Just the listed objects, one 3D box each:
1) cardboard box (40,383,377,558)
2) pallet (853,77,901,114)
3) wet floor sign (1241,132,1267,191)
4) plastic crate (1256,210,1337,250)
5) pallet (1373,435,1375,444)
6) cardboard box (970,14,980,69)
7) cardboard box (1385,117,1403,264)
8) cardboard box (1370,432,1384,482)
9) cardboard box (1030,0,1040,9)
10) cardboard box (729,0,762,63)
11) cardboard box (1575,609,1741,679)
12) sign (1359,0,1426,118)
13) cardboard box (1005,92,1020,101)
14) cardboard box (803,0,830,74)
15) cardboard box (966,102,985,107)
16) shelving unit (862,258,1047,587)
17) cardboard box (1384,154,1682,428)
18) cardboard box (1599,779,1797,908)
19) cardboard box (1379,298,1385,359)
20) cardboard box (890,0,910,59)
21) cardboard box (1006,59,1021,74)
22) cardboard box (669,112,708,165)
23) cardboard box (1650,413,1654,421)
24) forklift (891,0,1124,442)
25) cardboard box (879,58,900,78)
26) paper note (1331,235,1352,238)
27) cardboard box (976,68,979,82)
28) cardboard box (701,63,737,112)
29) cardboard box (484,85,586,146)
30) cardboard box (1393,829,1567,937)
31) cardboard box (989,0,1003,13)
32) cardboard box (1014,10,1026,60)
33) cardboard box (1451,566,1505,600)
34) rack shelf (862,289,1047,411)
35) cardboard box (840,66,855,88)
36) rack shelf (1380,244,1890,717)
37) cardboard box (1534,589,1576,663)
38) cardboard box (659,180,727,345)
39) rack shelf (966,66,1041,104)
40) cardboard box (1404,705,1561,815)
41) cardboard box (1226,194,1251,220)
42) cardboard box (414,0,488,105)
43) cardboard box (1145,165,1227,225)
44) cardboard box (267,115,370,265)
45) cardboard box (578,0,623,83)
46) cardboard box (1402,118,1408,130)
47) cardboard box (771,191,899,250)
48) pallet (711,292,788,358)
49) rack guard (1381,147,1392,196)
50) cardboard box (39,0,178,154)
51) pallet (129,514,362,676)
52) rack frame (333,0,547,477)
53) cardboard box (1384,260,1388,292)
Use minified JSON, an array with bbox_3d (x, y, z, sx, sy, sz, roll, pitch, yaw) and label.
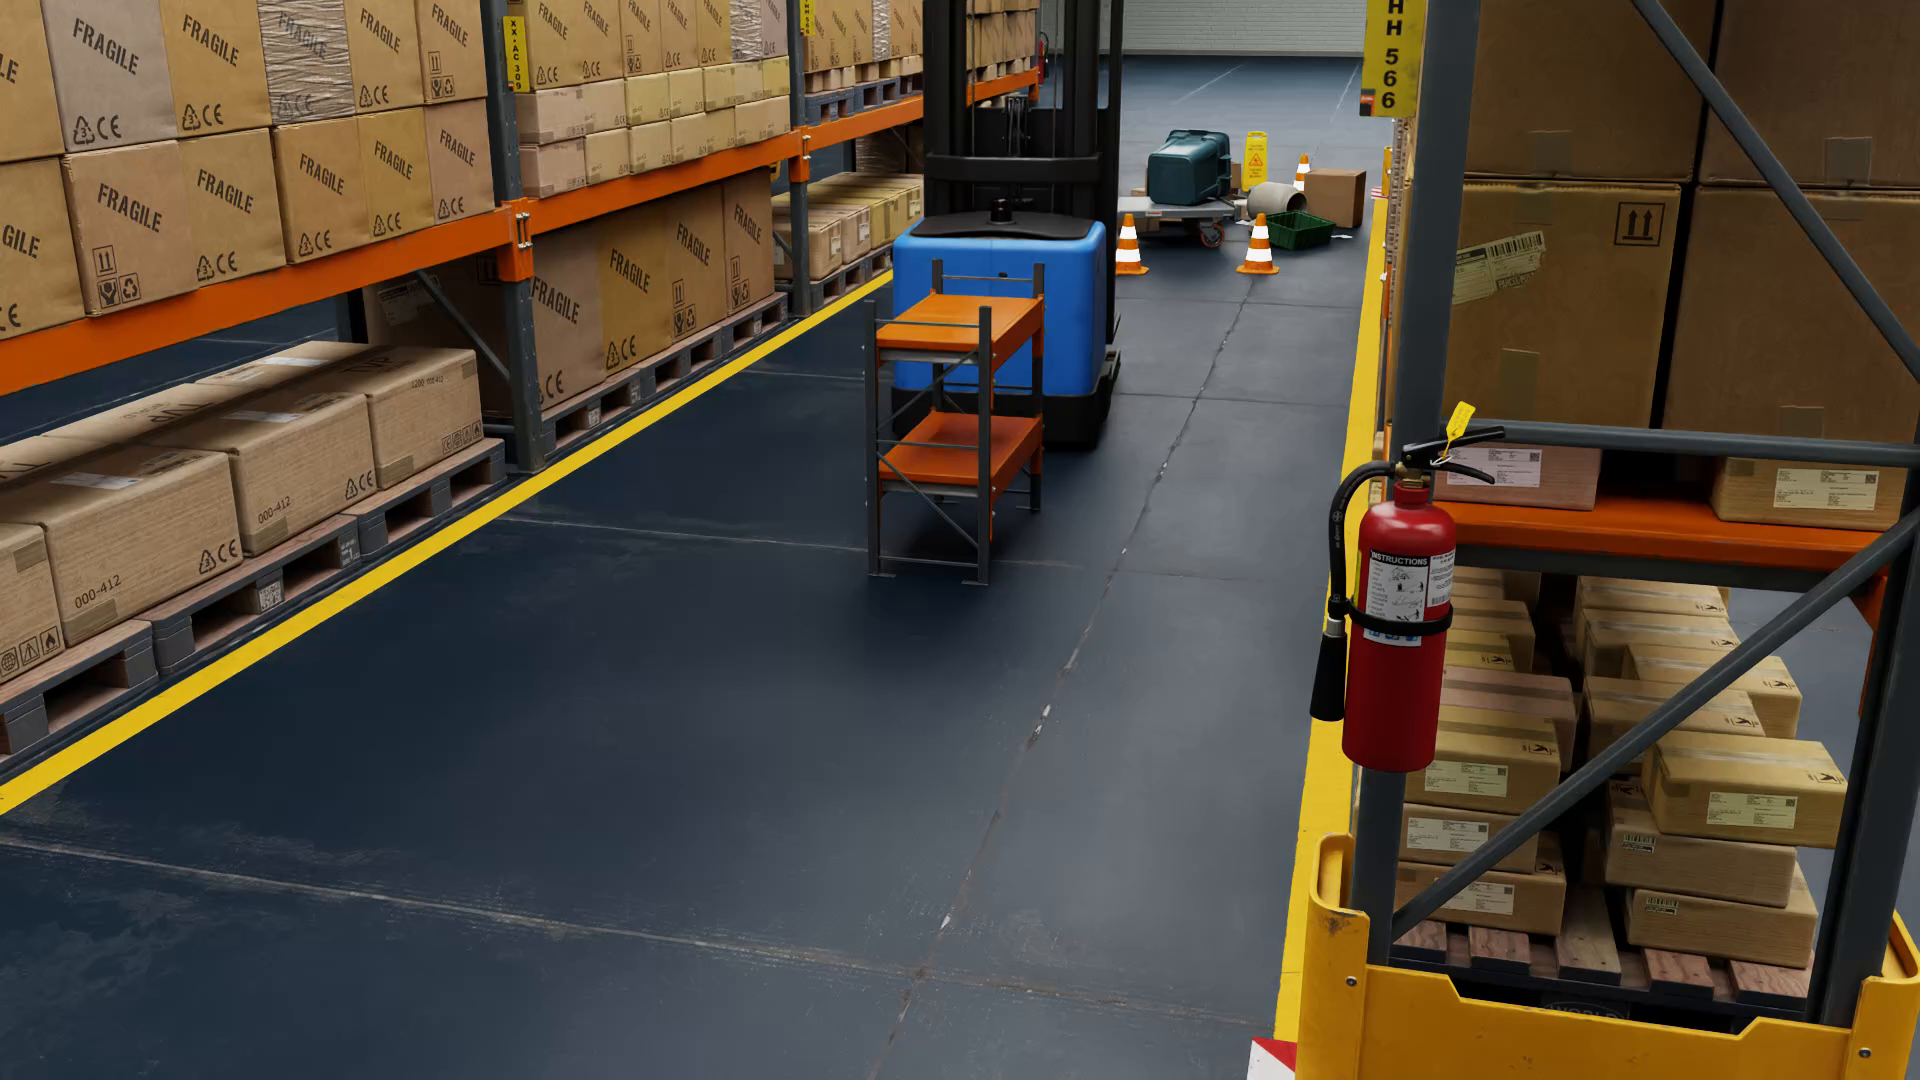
[{"bbox_3d":[-3.015,-0.304,6.750,0.875,0.438,0.875,4,19,12],"label":"cardboard box"},{"bbox_3d":[-1.118,-3.573,13.304,1.003,0.211,1.213,5,19,13],"label":"pallet"},{"bbox_3d":[3.304,-4.240,18.601,0.267,0.644,0.232,1,19,4],"label":"wet floor sign"},{"bbox_3d":[3.012,-2.789,14.974,0.450,0.188,0.662,29,33,36],"label":"plastic crate"},{"bbox_3d":[2.474,-0.352,7.890,1.003,0.211,1.213,5,19,13],"label":"pallet"},{"bbox_3d":[-0.107,-4.757,15.859,0.500,0.500,0.500,5,19,13],"label":"cardboard box"},{"bbox_3d":[1.648,-1.169,5.355,0.500,0.500,0.500,4,19,12],"label":"cardboard box"},{"bbox_3d":[1.887,-0.329,6.811,0.380,0.149,0.250,6,20,16],"label":"cardboard box"},{"bbox_3d":[0.480,-6.031,18.043,0.700,0.500,0.500,4,19,12],"label":"cardboard box"},{"bbox_3d":[-1.552,-3.216,10.262,0.500,0.500,0.500,5,19,14],"label":"cardboard box"},{"bbox_3d":[1.882,0.309,4.482,0.380,0.149,0.250,4,19,11],"label":"cardboard box"},{"bbox_3d":[0.775,-0.921,2.963,0.100,0.325,0.005,5,19,13],"label":"sign"},{"bbox_3d":[0.425,-4.715,17.791,0.380,0.149,0.250,5,20,15],"label":"cardboard box"},{"bbox_3d":[-1.228,-3.550,11.674,0.500,0.500,0.500,4,19,12],"label":"cardboard box"},{"bbox_3d":[0.034,-4.212,16.320,0.380,0.149,0.250,5,20,15],"label":"cardboard box"},{"bbox_3d":[-0.002,-0.530,7.000,0.538,1.125,1.048,5,19,13],"label":"shelving unit"},{"bbox_3d":[1.168,-0.523,3.462,0.500,0.500,0.500,5,20,14],"label":"cardboard box"},{"bbox_3d":[1.685,0.692,3.820,0.380,0.149,0.250,5,20,16],"label":"cardboard box"},{"bbox_3d":[2.602,-1.176,9.207,0.500,0.500,0.500,4,19,12],"label":"cardboard box"},{"bbox_3d":[-0.727,-4.201,13.581,0.500,0.500,0.500,5,20,15],"label":"cardboard box"},{"bbox_3d":[0.437,-5.045,17.705,0.380,0.149,0.250,5,19,14],"label":"cardboard box"},{"bbox_3d":[-1.779,-2.310,9.542,0.500,0.250,0.500,4,19,12],"label":"cardboard box"},{"bbox_3d":[1.775,-0.385,4.064,0.380,0.149,0.250,6,20,16],"label":"cardboard box"},{"bbox_3d":[0.376,-2.318,9.439,1.130,2.935,3.031,3,19,8],"label":"forklift"},{"bbox_3d":[-0.706,-3.872,13.622,0.380,0.149,0.250,5,19,13],"label":"cardboard box"},{"bbox_3d":[3.526,-2.812,15.372,0.147,0.020,0.142,-9,21,-24],"label":"paper note"},{"bbox_3d":[-0.021,-4.578,16.339,0.380,0.149,0.250,5,19,13],"label":"cardboard box"},{"bbox_3d":[-1.661,-2.711,9.941,0.500,0.250,0.500,4,19,12],"label":"cardboard box"},{"bbox_3d":[-2.158,-2.067,8.059,0.500,0.250,0.500,4,19,12],"label":"cardboard box"},{"bbox_3d":[1.235,0.796,3.978,0.380,0.149,0.250,5,19,14],"label":"cardboard box"},{"bbox_3d":[0.028,-5.389,16.164,0.700,0.500,0.500,4,19,12],"label":"cardboard box"},{"bbox_3d":[0.400,-5.387,17.704,0.500,0.500,0.500,5,19,14],"label":"cardboard box"},{"bbox_3d":[1.385,0.179,4.862,0.380,0.149,0.250,5,20,15],"label":"cardboard box"},{"bbox_3d":[-0.002,-0.807,6.905,0.538,0.278,1.000,5,19,13],"label":"rack shelf"},{"bbox_3d":[-1.002,-3.460,12.415,0.380,0.149,0.250,5,19,14],"label":"cardboard box"},{"bbox_3d":[1.797,-0.460,5.006,1.077,0.370,4.000,5,19,13],"label":"rack shelf"},{"bbox_3d":[1.948,0.277,5.038,0.380,0.149,0.250,6,20,16],"label":"cardboard box"},{"bbox_3d":[-2.033,-1.744,10.291,0.875,0.875,0.875,5,19,14],"label":"cardboard box"},{"bbox_3d":[-0.096,-4.580,17.069,1.077,0.370,4.000,5,19,13],"label":"rack shelf"},{"bbox_3d":[1.192,0.510,3.895,0.380,0.149,0.250,5,19,14],"label":"cardboard box"},{"bbox_3d":[2.874,-3.325,16.511,0.396,0.266,0.258,8,21,23],"label":"cardboard box"},{"bbox_3d":[-2.387,-2.137,7.102,0.500,0.500,0.500,4,19,13],"label":"cardboard box"},{"bbox_3d":[2.198,-3.386,16.113,0.797,0.637,0.503,5,19,13],"label":"cardboard box"},{"bbox_3d":[-2.634,-1.348,6.338,0.500,0.500,0.500,4,19,13],"label":"cardboard box"},{"bbox_3d":[-2.055,-2.584,8.409,0.500,0.500,0.500,5,19,13],"label":"cardboard box"},{"bbox_3d":[1.421,-1.320,4.250,0.500,0.500,0.500,6,20,16],"label":"cardboard box"},{"bbox_3d":[-1.051,-2.641,13.694,0.950,0.372,0.625,5,20,15],"label":"cardboard box"},{"bbox_3d":[-1.828,-1.479,11.192,1.003,0.211,1.213,5,19,13],"label":"pallet"},{"bbox_3d":[5.223,-4.013,18.163,1.175,0.500,0.348,5,19,13],"label":"rack guard"},{"bbox_3d":[-2.885,-1.505,5.253,0.500,0.500,0.500,5,19,13],"label":"cardboard box"},{"bbox_3d":[-3.097,0.149,6.425,1.003,0.211,1.213,5,19,13],"label":"pallet"},{"bbox_3d":[-2.539,-1.786,7.777,1.000,3.000,0.127,5,19,13],"label":"rack frame"},{"bbox_3d":[2.476,-1.378,8.639,0.500,0.250,0.500,4,19,11],"label":"cardboard box"}]
